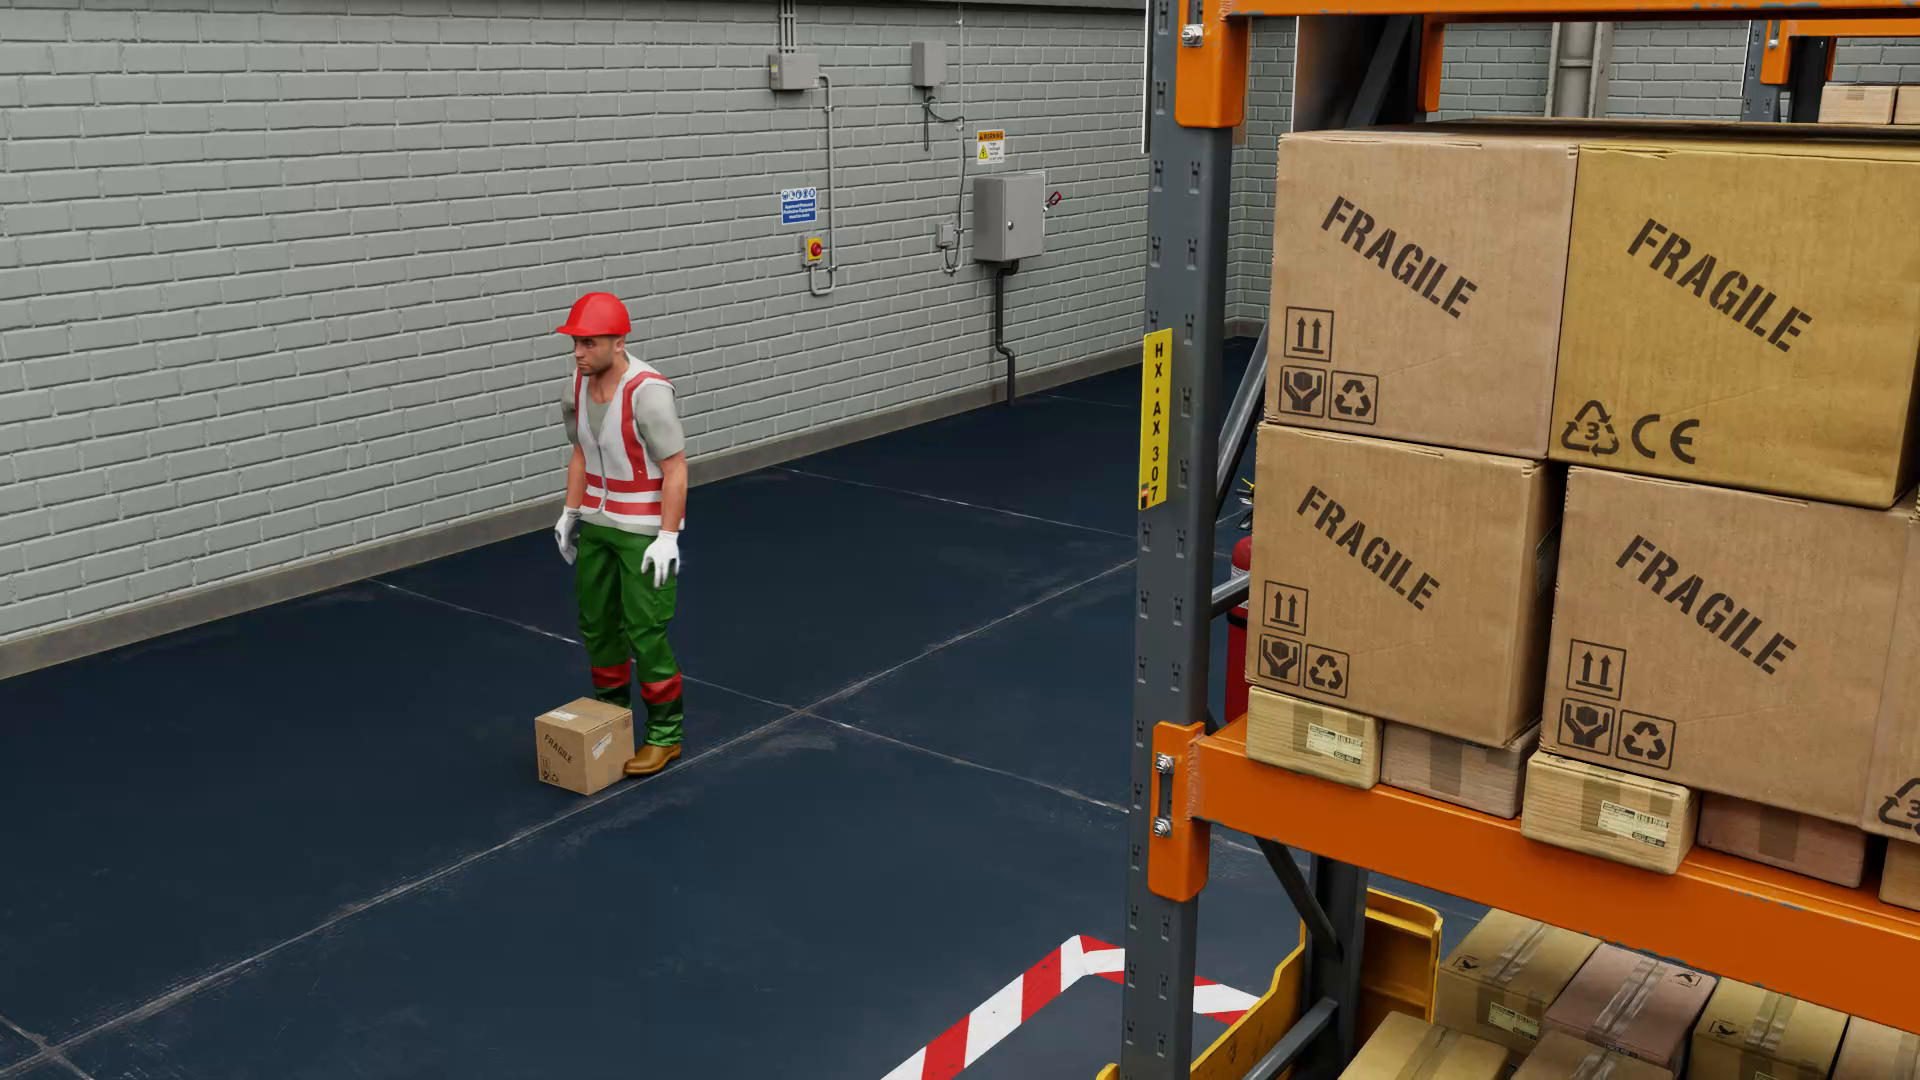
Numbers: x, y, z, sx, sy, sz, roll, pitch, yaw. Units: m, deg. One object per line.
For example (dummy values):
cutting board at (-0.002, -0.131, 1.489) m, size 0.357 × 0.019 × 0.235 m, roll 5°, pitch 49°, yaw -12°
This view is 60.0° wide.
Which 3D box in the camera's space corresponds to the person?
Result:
person at (-1.246, -0.025, 6.095) m, size 0.607 × 1.779 × 0.451 m, roll 12°, pitch 20°, yaw 35°
